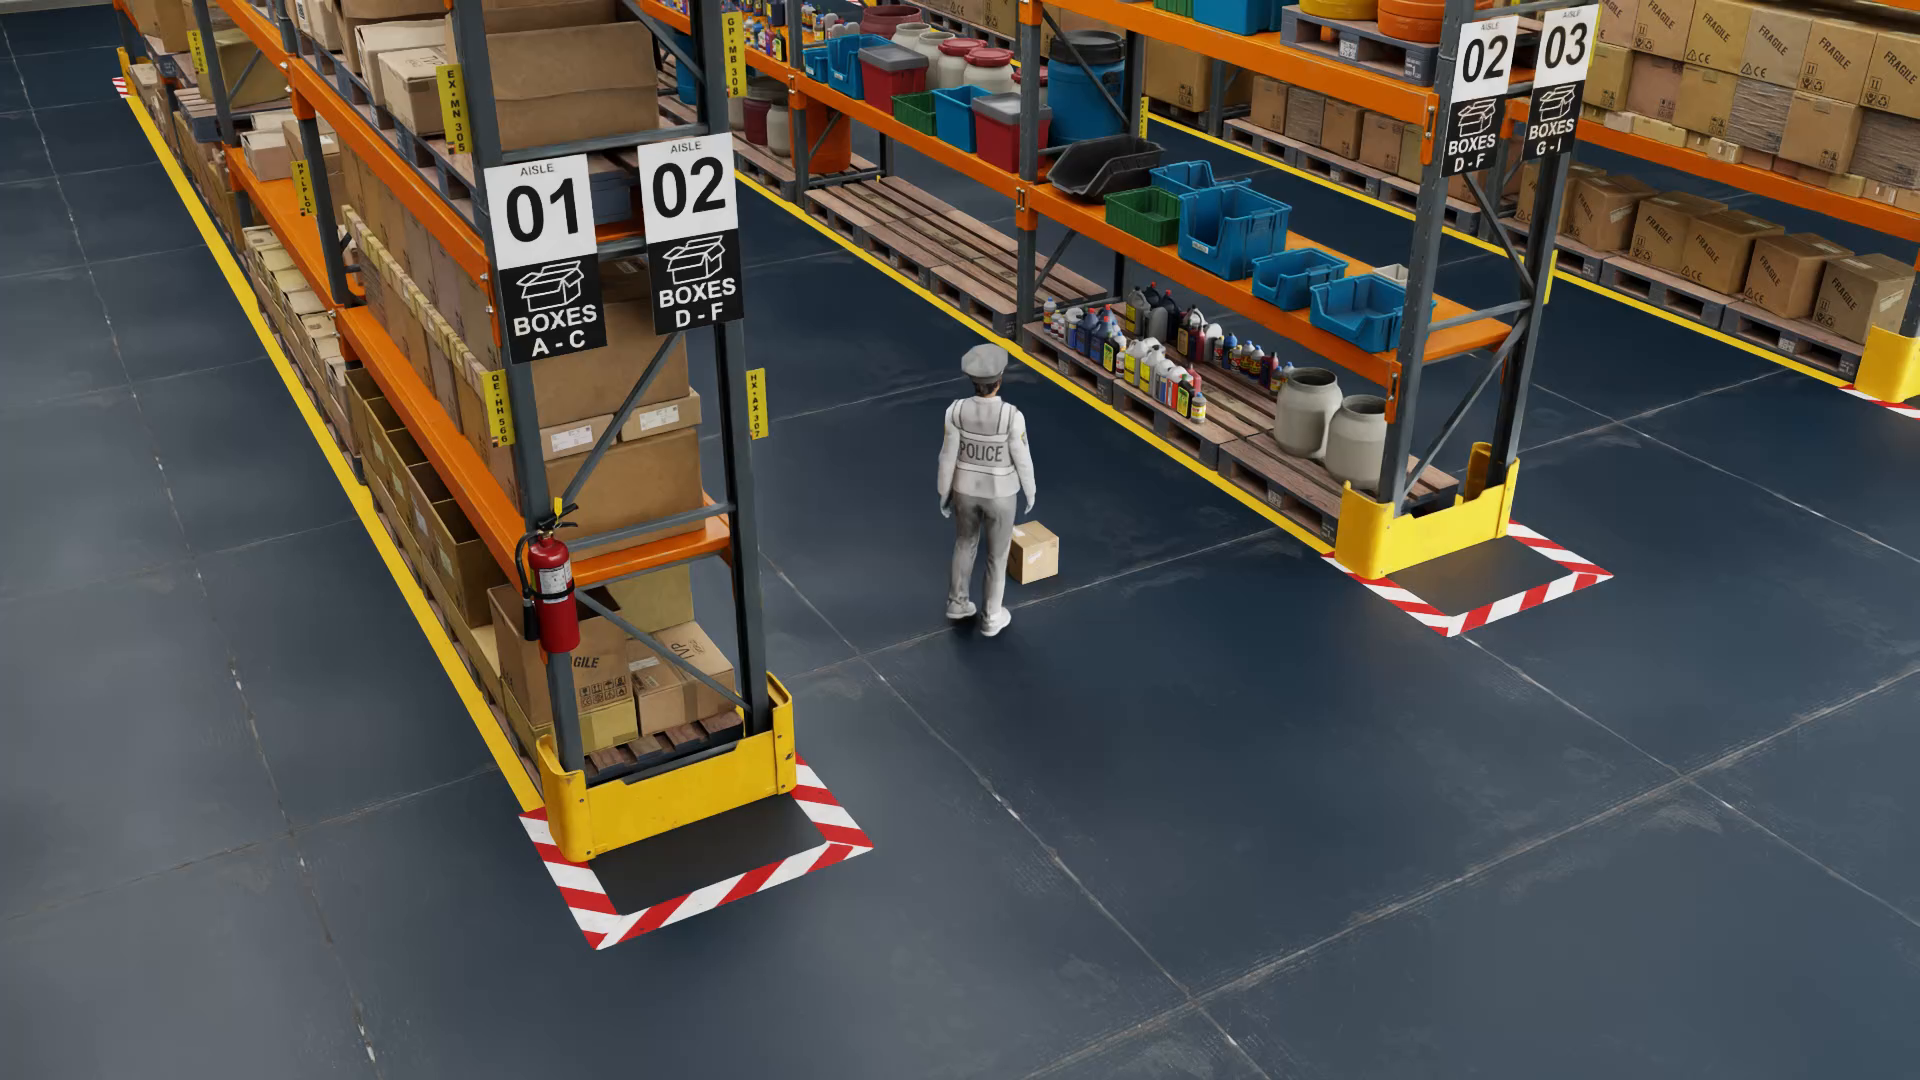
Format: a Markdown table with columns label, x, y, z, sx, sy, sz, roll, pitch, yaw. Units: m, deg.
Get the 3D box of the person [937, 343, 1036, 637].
| label | x | y | z | sx | sy | sz | roll | pitch | yaw |
| --- | --- | --- | --- | --- | --- | --- | --- | --- | --- |
| person | 0.145 | -0.252 | 8.969 | 0.511 | 1.692 | 0.353 | 10 | 31 | 18 |
